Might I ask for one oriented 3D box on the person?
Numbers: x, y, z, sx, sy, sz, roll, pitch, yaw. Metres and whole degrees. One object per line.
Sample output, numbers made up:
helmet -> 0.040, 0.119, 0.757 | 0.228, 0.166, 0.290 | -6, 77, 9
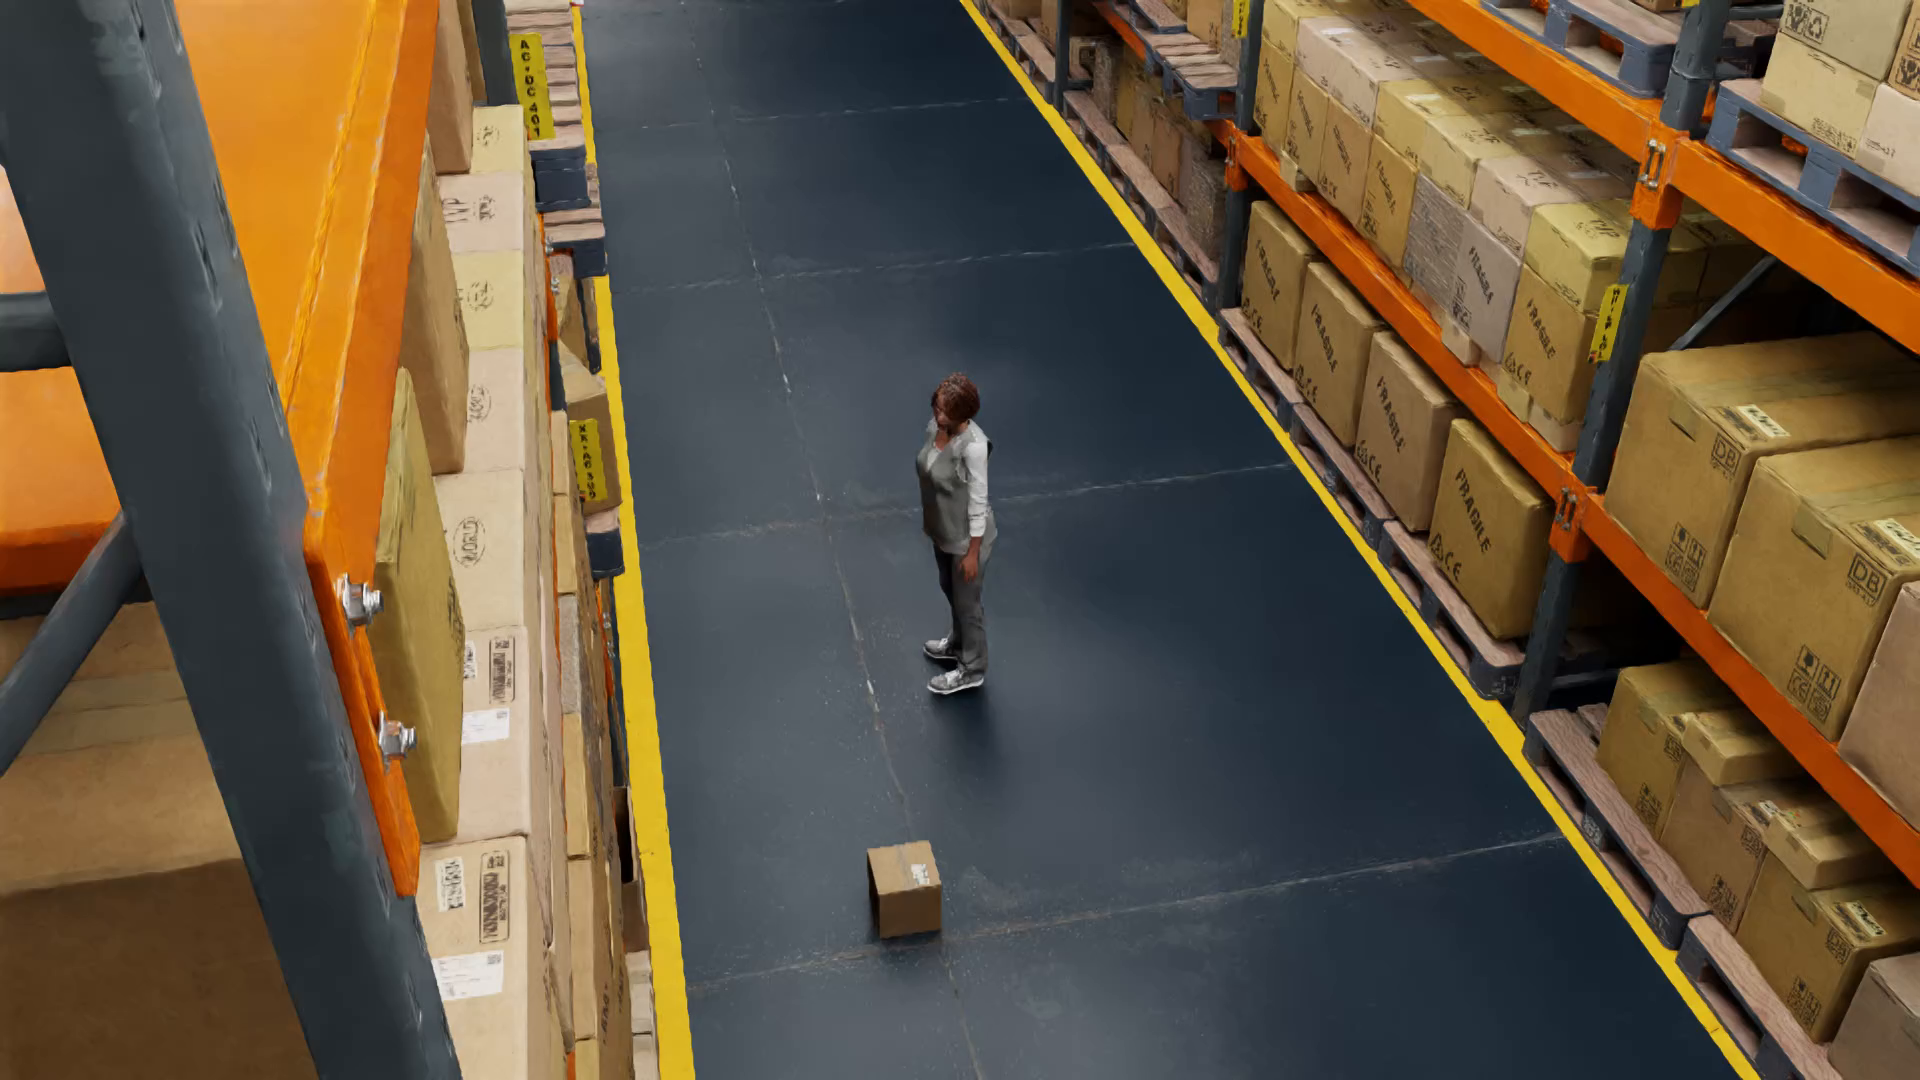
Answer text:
person -> -0.027, -0.024, 7.352 | 0.330, 1.606, 0.488 | -15, 38, -21
